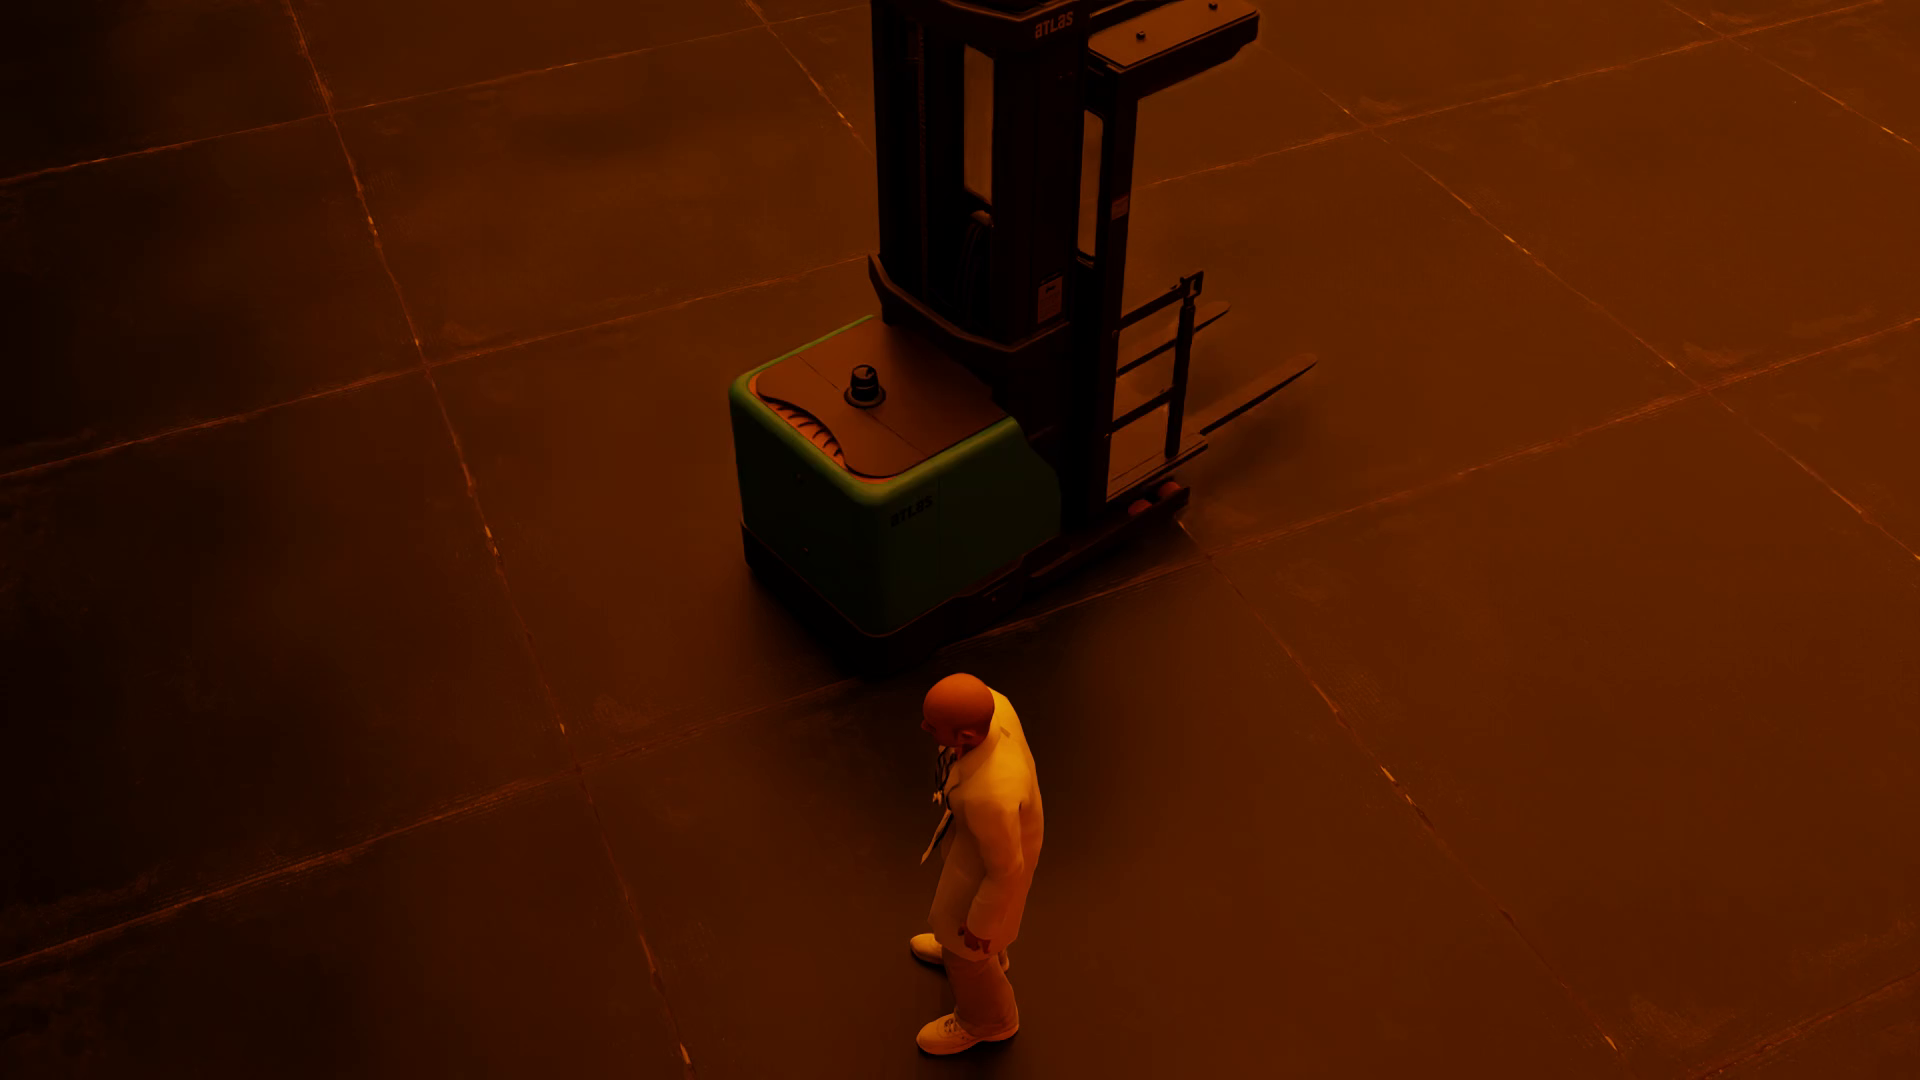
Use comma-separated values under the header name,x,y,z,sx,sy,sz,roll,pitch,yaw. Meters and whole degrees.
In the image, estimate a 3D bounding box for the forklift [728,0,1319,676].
name,x,y,z,sx,sy,sz,roll,pitch,yaw
forklift,0.462,-1.348,7.124,3.031,2.935,1.130,-30,51,-28

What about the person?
name,x,y,z,sx,sy,sz,roll,pitch,yaw
person,0.047,1.039,5.416,0.429,1.772,0.643,-3,43,-3
